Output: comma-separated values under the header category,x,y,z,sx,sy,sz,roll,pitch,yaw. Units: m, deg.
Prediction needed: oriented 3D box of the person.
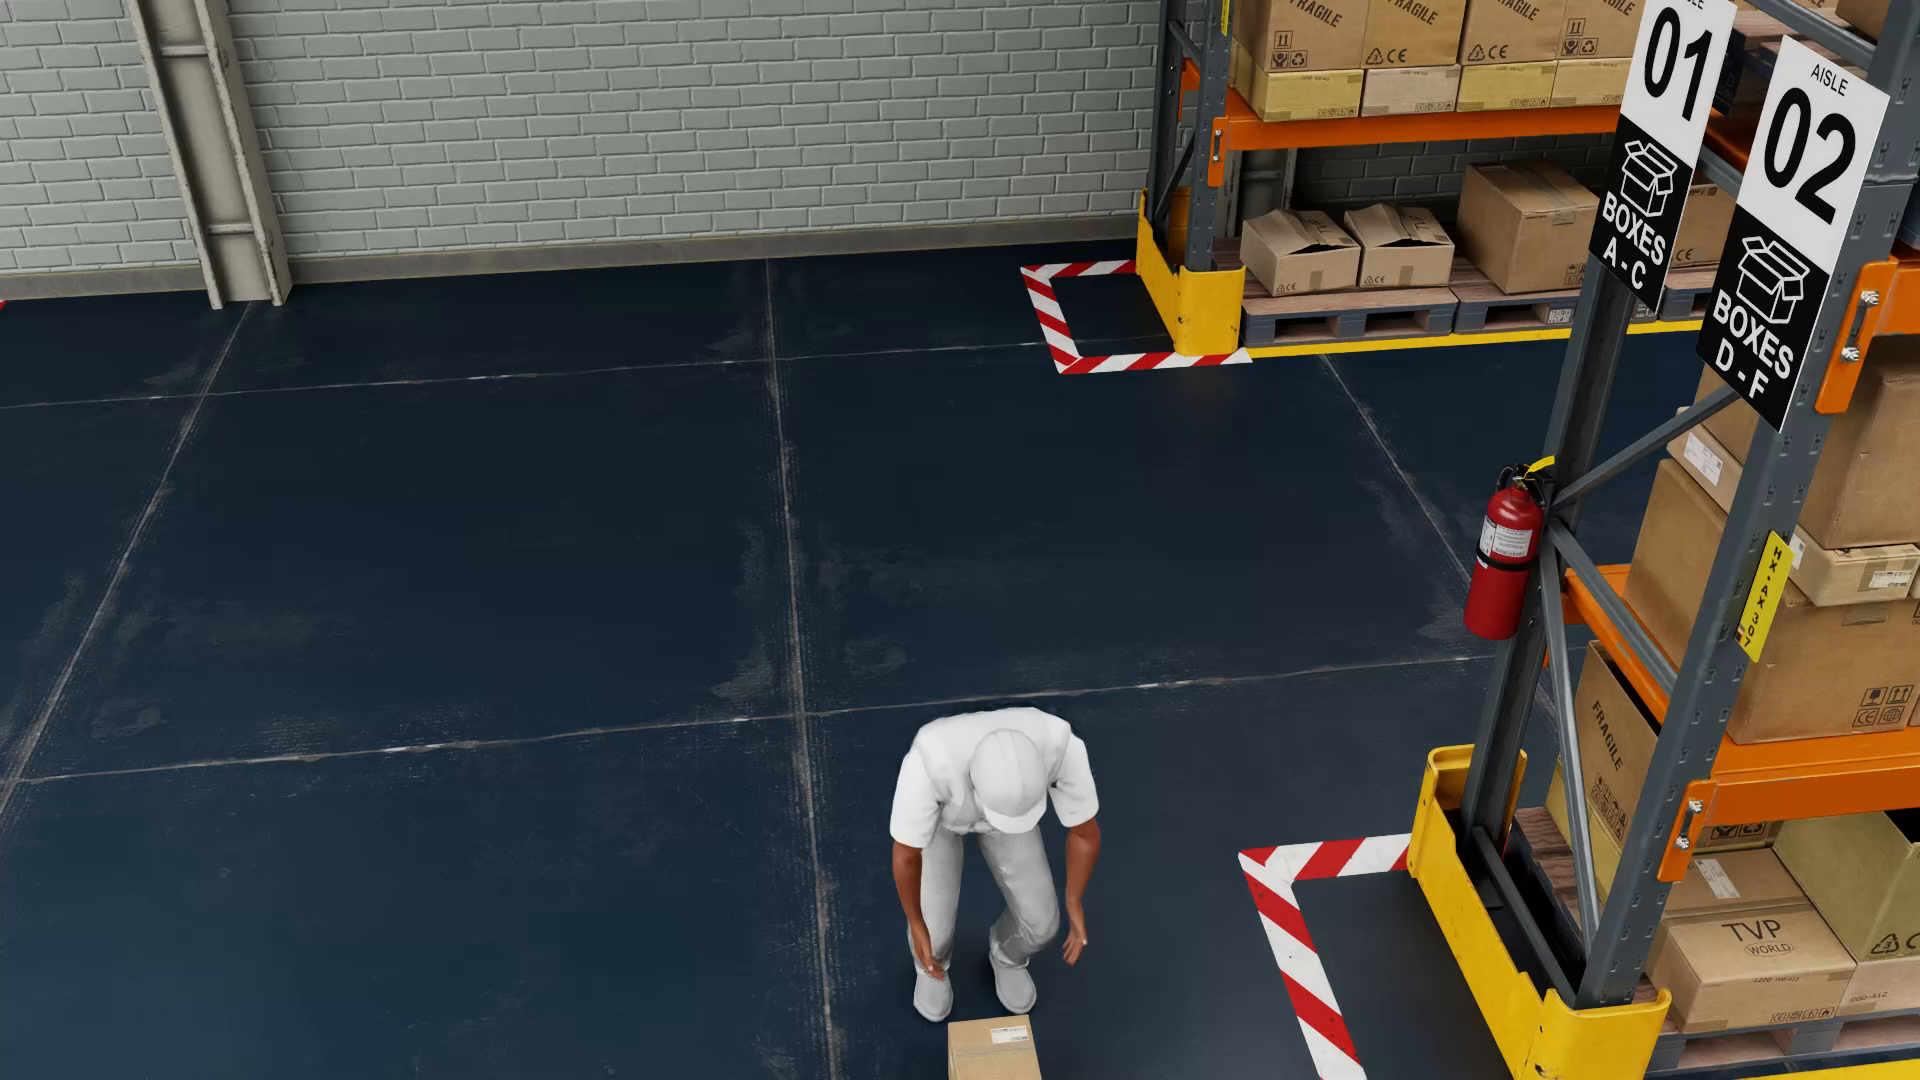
category,x,y,z,sx,sy,sz,roll,pitch,yaw
person,0.094,0.947,5.097,0.631,1.373,0.779,-4,35,-6
